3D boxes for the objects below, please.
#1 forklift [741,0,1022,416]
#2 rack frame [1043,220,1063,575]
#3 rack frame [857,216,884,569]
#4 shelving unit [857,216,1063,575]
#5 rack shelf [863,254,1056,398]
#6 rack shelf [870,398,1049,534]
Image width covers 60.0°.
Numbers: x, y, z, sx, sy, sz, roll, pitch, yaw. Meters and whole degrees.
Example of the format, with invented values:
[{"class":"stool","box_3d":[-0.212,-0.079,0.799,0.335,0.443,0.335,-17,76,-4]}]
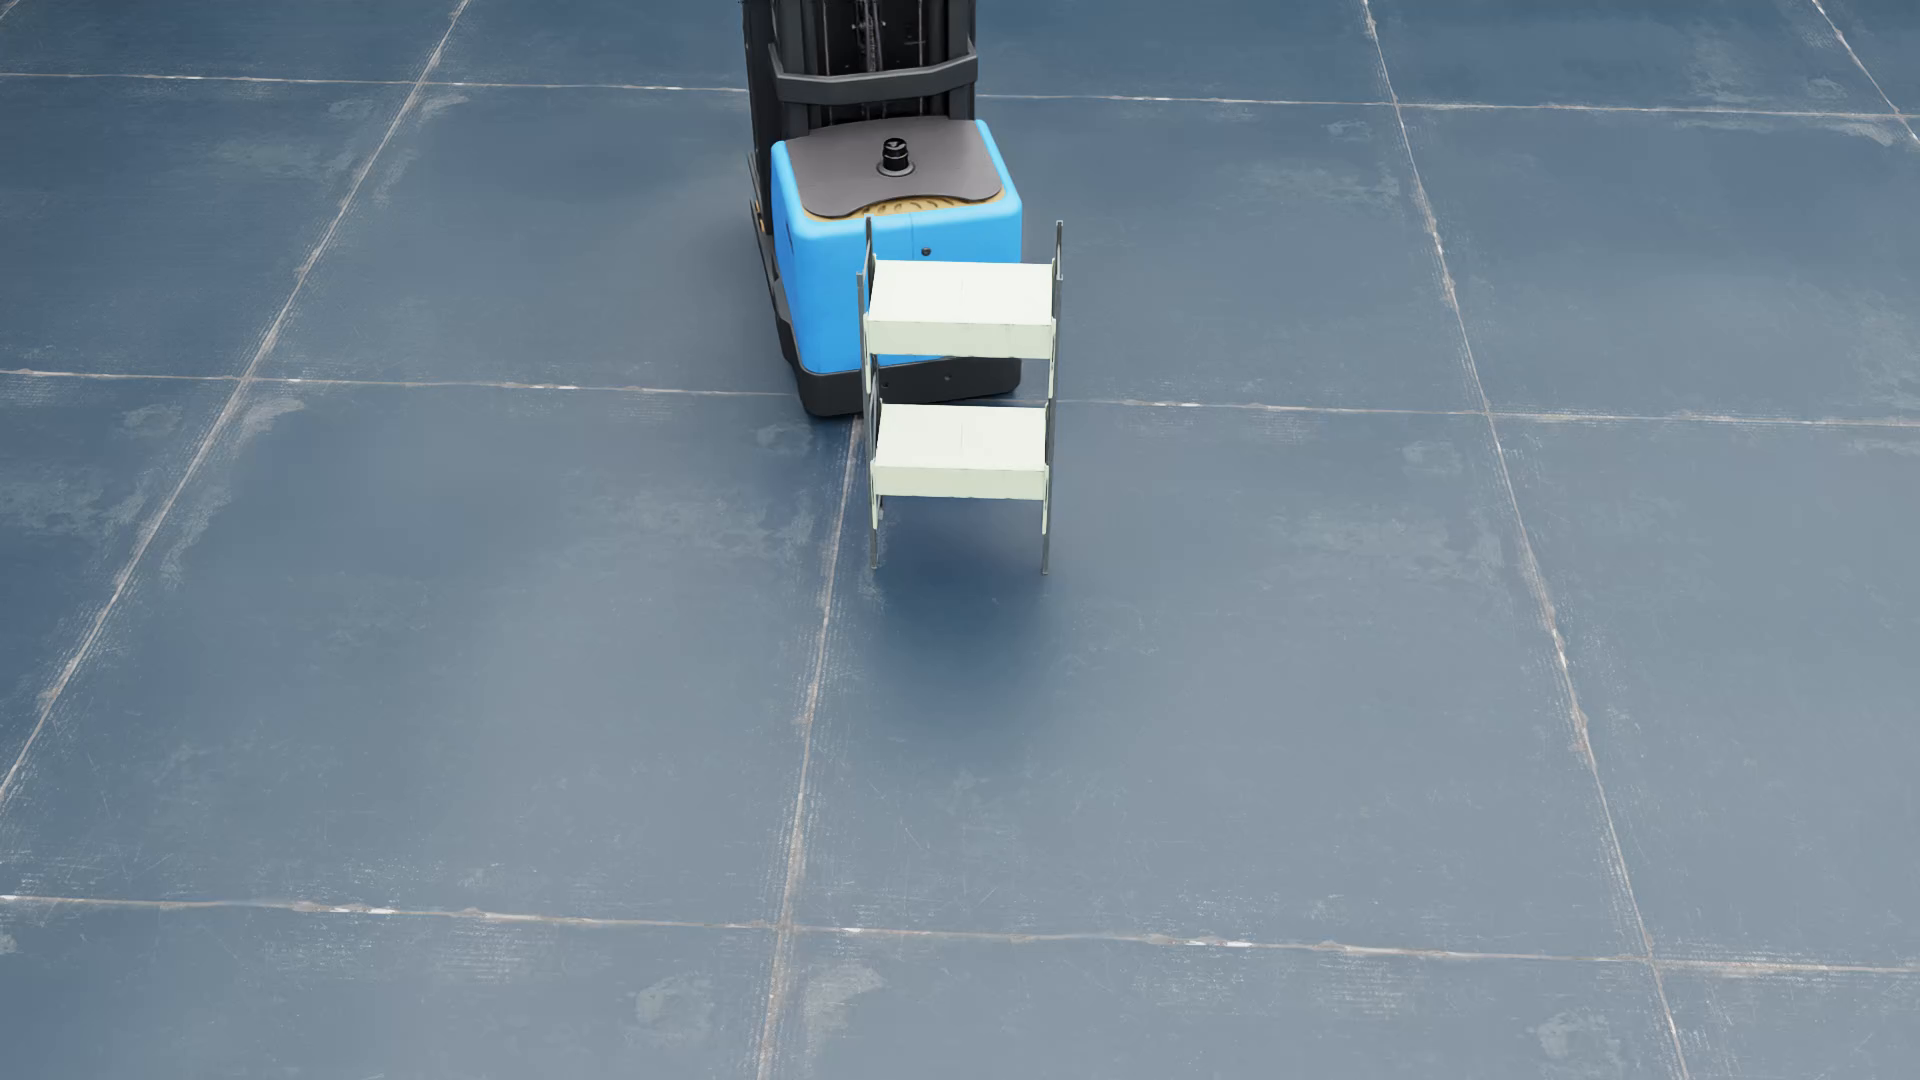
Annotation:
[{"class":"forklift","box_3d":[-0.521,-2.667,7.963,1.130,2.935,3.031,-8,44,-9]},{"class":"rack frame","box_3d":[0.372,-0.537,6.727,0.023,1.500,0.400,2,43,2]},{"class":"rack frame","box_3d":[-0.359,-0.560,6.751,0.023,1.500,0.400,2,43,2]},{"class":"shelving unit","box_3d":[0.007,-0.549,6.739,0.755,1.500,0.431,2,43,2]},{"class":"rack shelf","box_3d":[0.007,-0.834,6.473,0.720,0.370,0.431,2,43,2]},{"class":"rack shelf","box_3d":[0.007,-0.310,6.961,0.720,0.370,0.431,2,43,2]}]
